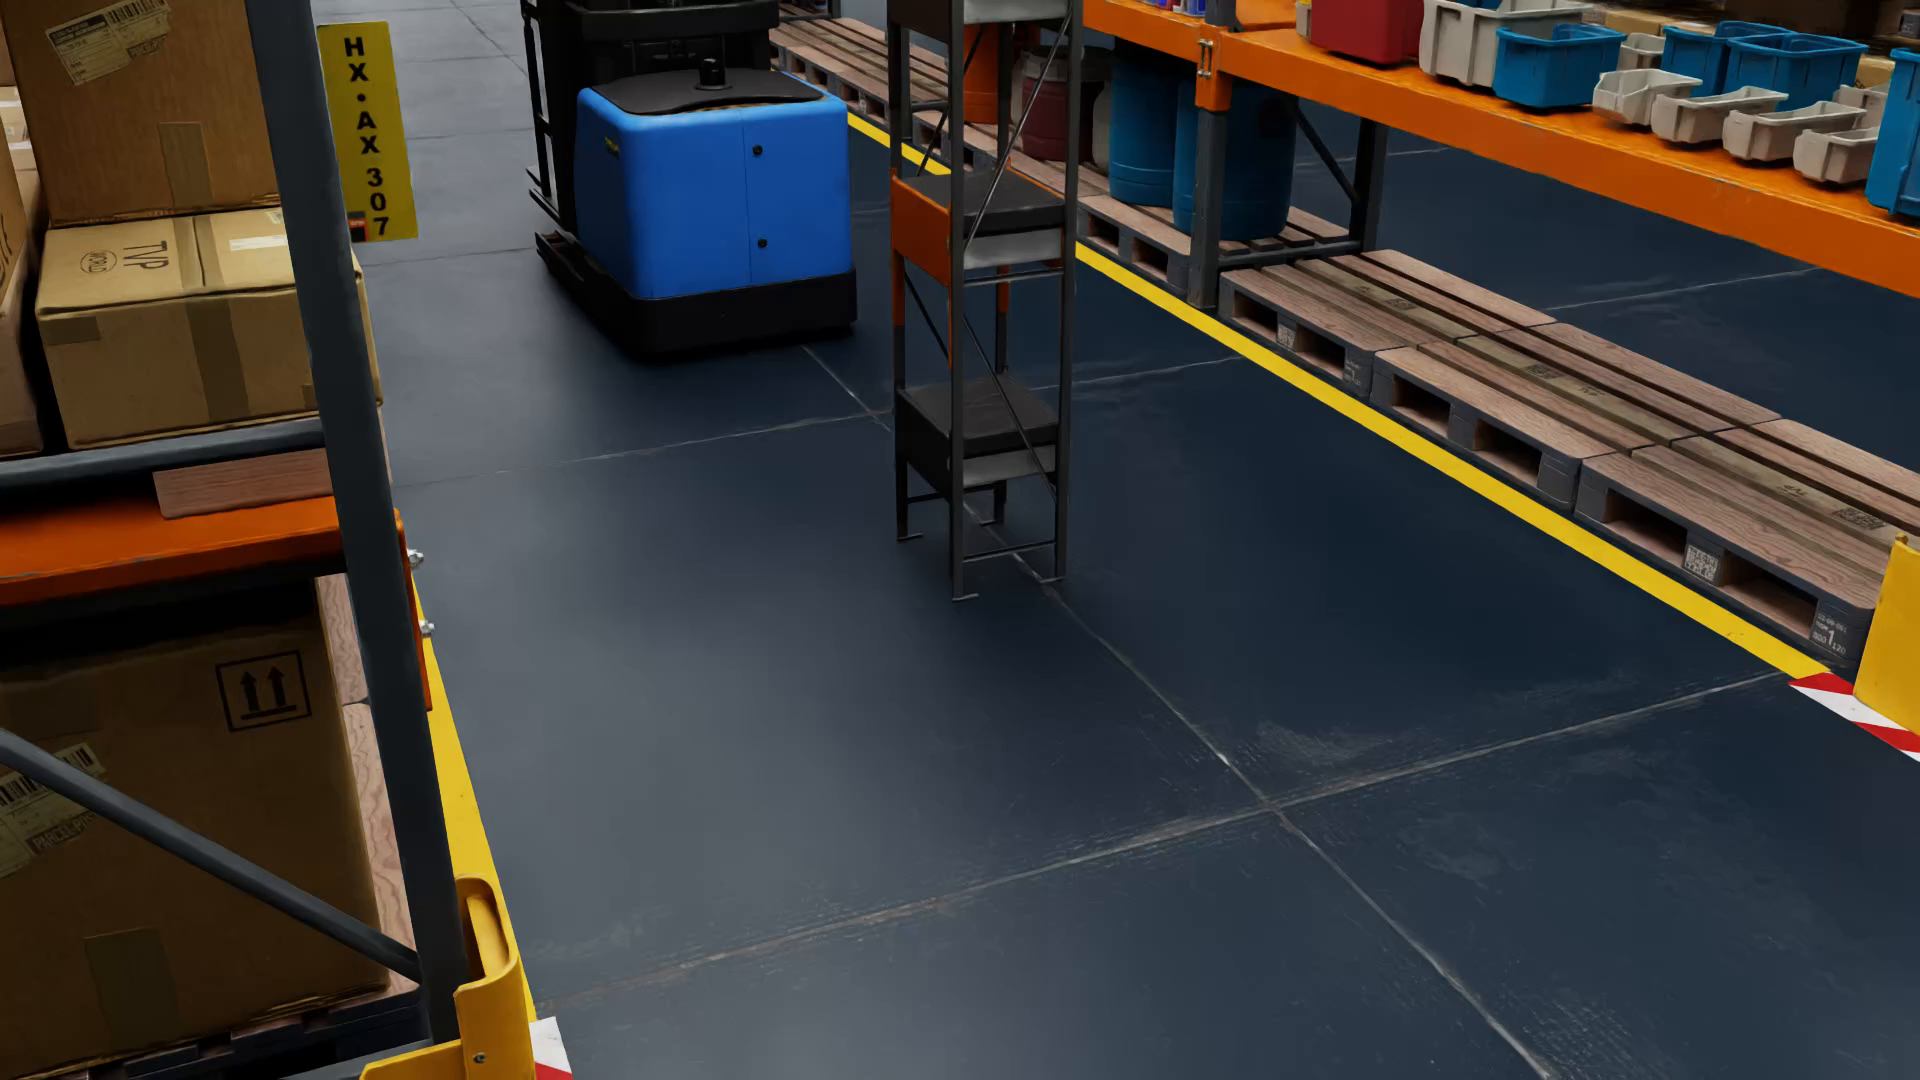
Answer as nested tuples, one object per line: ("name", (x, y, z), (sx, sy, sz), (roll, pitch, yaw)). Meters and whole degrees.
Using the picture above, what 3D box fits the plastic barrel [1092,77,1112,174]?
("plastic barrel", (0.974, -2.382, 9.567), (0.421, 0.512, 0.421), (0, 26, 0))

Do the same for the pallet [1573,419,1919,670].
("pallet", (2.867, -0.031, 5.573), (1.003, 0.211, 1.213), (-11, 28, -21))

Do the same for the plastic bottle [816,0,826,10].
("plastic bottle", (-1.267, -4.965, 15.108), (0.097, 0.271, 0.097), (0, 26, 0))

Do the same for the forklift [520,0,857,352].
("forklift", (-1.566, -2.754, 8.050), (1.130, 2.935, 3.031), (-12, 28, -23))

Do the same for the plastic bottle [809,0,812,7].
("plastic bottle", (-1.347, -5.015, 15.291), (0.097, 0.201, 0.097), (0, 26, 0))

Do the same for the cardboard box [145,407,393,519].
("cardboard box", (-1.239, -0.181, 2.988), (0.380, 0.149, 0.250), (-10, 28, -20))

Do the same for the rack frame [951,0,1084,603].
("rack frame", (0.160, -0.778, 4.951), (0.400, 2.100, 0.015), (-11, 28, -21))

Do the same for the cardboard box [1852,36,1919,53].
("cardboard box", (5.962, -2.934, 10.688), (0.500, 0.500, 0.500), (-10, 28, -20))

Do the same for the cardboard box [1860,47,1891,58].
("cardboard box", (5.504, -2.834, 10.484), (0.500, 0.500, 0.500), (-10, 28, -20))

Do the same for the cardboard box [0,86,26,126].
("cardboard box", (-2.443, -0.930, 4.067), (0.500, 0.250, 0.500), (-11, 28, -21))

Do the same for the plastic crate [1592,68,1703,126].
("plastic crate", (2.303, -1.495, 5.626), (0.298, 0.136, 0.250), (-11, 28, -21))

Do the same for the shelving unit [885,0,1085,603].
("shelving unit", (0.065, -0.877, 5.152), (0.431, 2.100, 0.503), (-11, 28, -21))

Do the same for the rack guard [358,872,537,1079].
("rack guard", (-1.394, 1.039, 3.051), (1.175, 0.500, 0.348), (-11, 28, -21))

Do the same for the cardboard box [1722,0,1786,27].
("cardboard box", (5.593, -3.664, 11.328), (0.500, 0.250, 0.500), (-11, 28, -22))

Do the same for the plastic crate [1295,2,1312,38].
("plastic crate", (1.638, -2.255, 7.183), (0.396, 0.136, 0.243), (-11, 28, -21))

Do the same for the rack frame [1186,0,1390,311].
("rack frame", (1.587, -2.559, 7.573), (1.000, 3.000, 0.127), (-11, 28, -21))

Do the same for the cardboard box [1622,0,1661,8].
("cardboard box", (5.162, -3.761, 12.382), (0.500, 0.500, 0.500), (-9, 28, -19))

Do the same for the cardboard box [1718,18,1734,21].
("cardboard box", (5.576, -3.341, 11.522), (0.500, 0.500, 0.500), (-12, 28, -23))

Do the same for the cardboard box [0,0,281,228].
("cardboard box", (-1.539, -0.939, 3.231), (0.500, 0.500, 0.500), (-11, 28, -22))

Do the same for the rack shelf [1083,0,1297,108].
("rack shelf", (0.804, -3.044, 9.385), (1.077, 0.370, 4.000), (-11, 28, -21))

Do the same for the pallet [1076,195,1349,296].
("pallet", (1.324, -1.625, 8.838), (1.003, 0.211, 1.213), (-11, 28, -21))

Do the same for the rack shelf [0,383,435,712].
("rack shelf", (-2.187, -0.578, 4.334), (1.077, 0.370, 4.000), (-11, 28, -21))

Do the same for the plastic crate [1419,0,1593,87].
("plastic crate", (2.016, -1.885, 6.259), (0.437, 0.282, 0.530), (-11, 28, -21))

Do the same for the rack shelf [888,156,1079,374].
("rack shelf", (0.065, -0.864, 5.158), (0.431, 0.518, 0.480), (-11, 28, -21))

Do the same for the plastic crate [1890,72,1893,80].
("plastic crate", (3.102, -1.318, 5.154), (0.416, 0.233, 0.300), (-11, 28, -21))

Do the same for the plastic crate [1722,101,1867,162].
("plastic crate", (2.568, -1.271, 5.166), (0.396, 0.136, 0.243), (-11, 28, -21))

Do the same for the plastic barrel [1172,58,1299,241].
("plastic barrel", (1.390, -2.028, 8.397), (0.600, 0.901, 0.708), (-11, 28, -21))

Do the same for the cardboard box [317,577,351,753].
("cardboard box", (-2.084, 0.060, 4.150), (0.875, 0.875, 0.875), (-11, 28, -21))

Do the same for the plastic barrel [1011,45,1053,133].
("plastic barrel", (0.532, -2.838, 10.500), (0.421, 0.512, 0.421), (0, 26, 0))

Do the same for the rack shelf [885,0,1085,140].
("rack shelf", (0.065, -1.493, 4.851), (0.431, 0.518, 0.480), (-11, 28, -21))

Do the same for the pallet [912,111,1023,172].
("pallet", (0.368, -2.610, 10.855), (1.003, 0.211, 1.213), (-11, 28, -21))

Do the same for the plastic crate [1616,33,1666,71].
("plastic crate", (2.546, -1.817, 6.284), (0.293, 0.136, 0.466), (-11, 28, -21))

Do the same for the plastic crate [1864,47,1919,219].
("plastic crate", (2.851, -1.091, 4.456), (0.616, 0.435, 0.499), (-11, 28, -21))

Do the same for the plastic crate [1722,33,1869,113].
("plastic crate", (2.845, -1.584, 5.698), (0.416, 0.233, 0.300), (-11, 28, -21))

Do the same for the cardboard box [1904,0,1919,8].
("cardboard box", (8.807, -5.233, 15.396), (0.700, 0.500, 0.500), (-10, 28, -20))

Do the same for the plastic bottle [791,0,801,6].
("plastic bottle", (-1.516, -5.077, 15.325), (0.061, 0.283, 0.133), (-11, 28, -21))

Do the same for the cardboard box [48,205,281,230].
("cardboard box", (-1.553, -0.609, 3.410), (0.500, 0.250, 0.500), (-11, 28, -21))

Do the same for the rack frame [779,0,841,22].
("rack frame", (-1.545, -5.789, 14.188), (1.000, 3.000, 0.127), (-11, 28, -21))

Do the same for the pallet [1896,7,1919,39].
("pallet", (8.832, -4.939, 15.625), (1.003, 0.211, 1.213), (-11, 28, -21))

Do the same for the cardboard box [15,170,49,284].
("cardboard box", (-2.035, -0.515, 3.217), (0.500, 0.250, 0.500), (-11, 28, -21))

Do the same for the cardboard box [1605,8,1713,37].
("cardboard box", (4.898, -3.452, 11.748), (0.500, 0.500, 0.500), (-11, 28, -21))

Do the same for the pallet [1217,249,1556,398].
("pallet", (1.911, -1.016, 7.591), (1.003, 0.211, 1.213), (-11, 28, -21))

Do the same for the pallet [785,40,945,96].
("pallet", (-0.721, -3.732, 13.154), (1.003, 0.211, 1.213), (-11, 28, -21))

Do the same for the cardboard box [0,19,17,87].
("cardboard box", (-2.624, -1.465, 4.309), (0.500, 0.500, 0.500), (-11, 28, -22))

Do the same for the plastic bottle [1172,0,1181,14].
("plastic bottle", (1.065, -2.616, 7.915), (0.097, 0.201, 0.097), (0, 26, 0))

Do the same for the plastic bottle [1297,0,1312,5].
("plastic bottle", (1.732, -2.751, 8.023), (0.144, 0.351, 0.185), (-11, 28, -21))

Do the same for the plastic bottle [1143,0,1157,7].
("plastic bottle", (0.993, -2.755, 8.115), (0.152, 0.276, 0.135), (-11, 28, -21))

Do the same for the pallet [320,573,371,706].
("pallet", (-2.262, 0.358, 4.775), (1.003, 0.211, 1.213), (-11, 28, -21))
